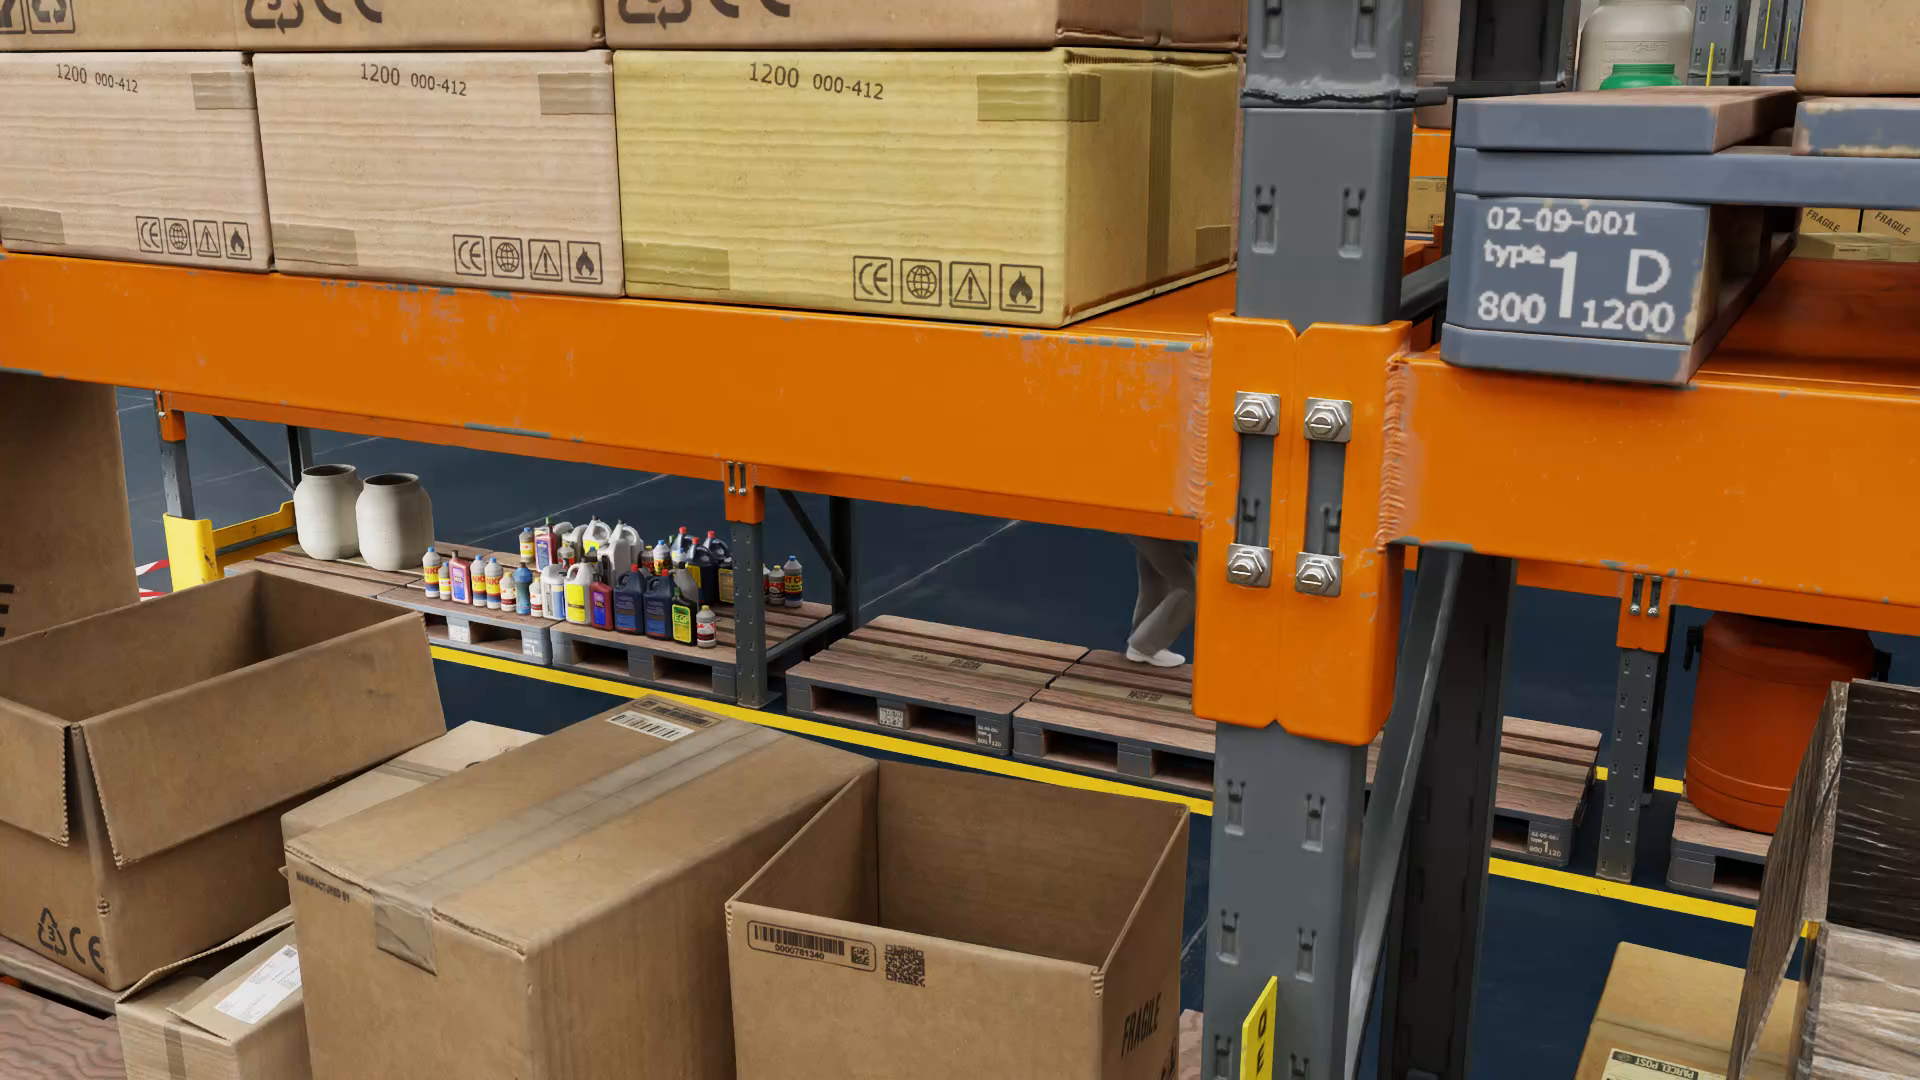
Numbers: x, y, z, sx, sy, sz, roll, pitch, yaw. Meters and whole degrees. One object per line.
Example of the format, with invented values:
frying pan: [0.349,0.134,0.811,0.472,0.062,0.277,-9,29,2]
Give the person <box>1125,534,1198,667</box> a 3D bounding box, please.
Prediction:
person: [1.013,-0.043,8.182,0.536,1.674,0.452,6,17,22]
